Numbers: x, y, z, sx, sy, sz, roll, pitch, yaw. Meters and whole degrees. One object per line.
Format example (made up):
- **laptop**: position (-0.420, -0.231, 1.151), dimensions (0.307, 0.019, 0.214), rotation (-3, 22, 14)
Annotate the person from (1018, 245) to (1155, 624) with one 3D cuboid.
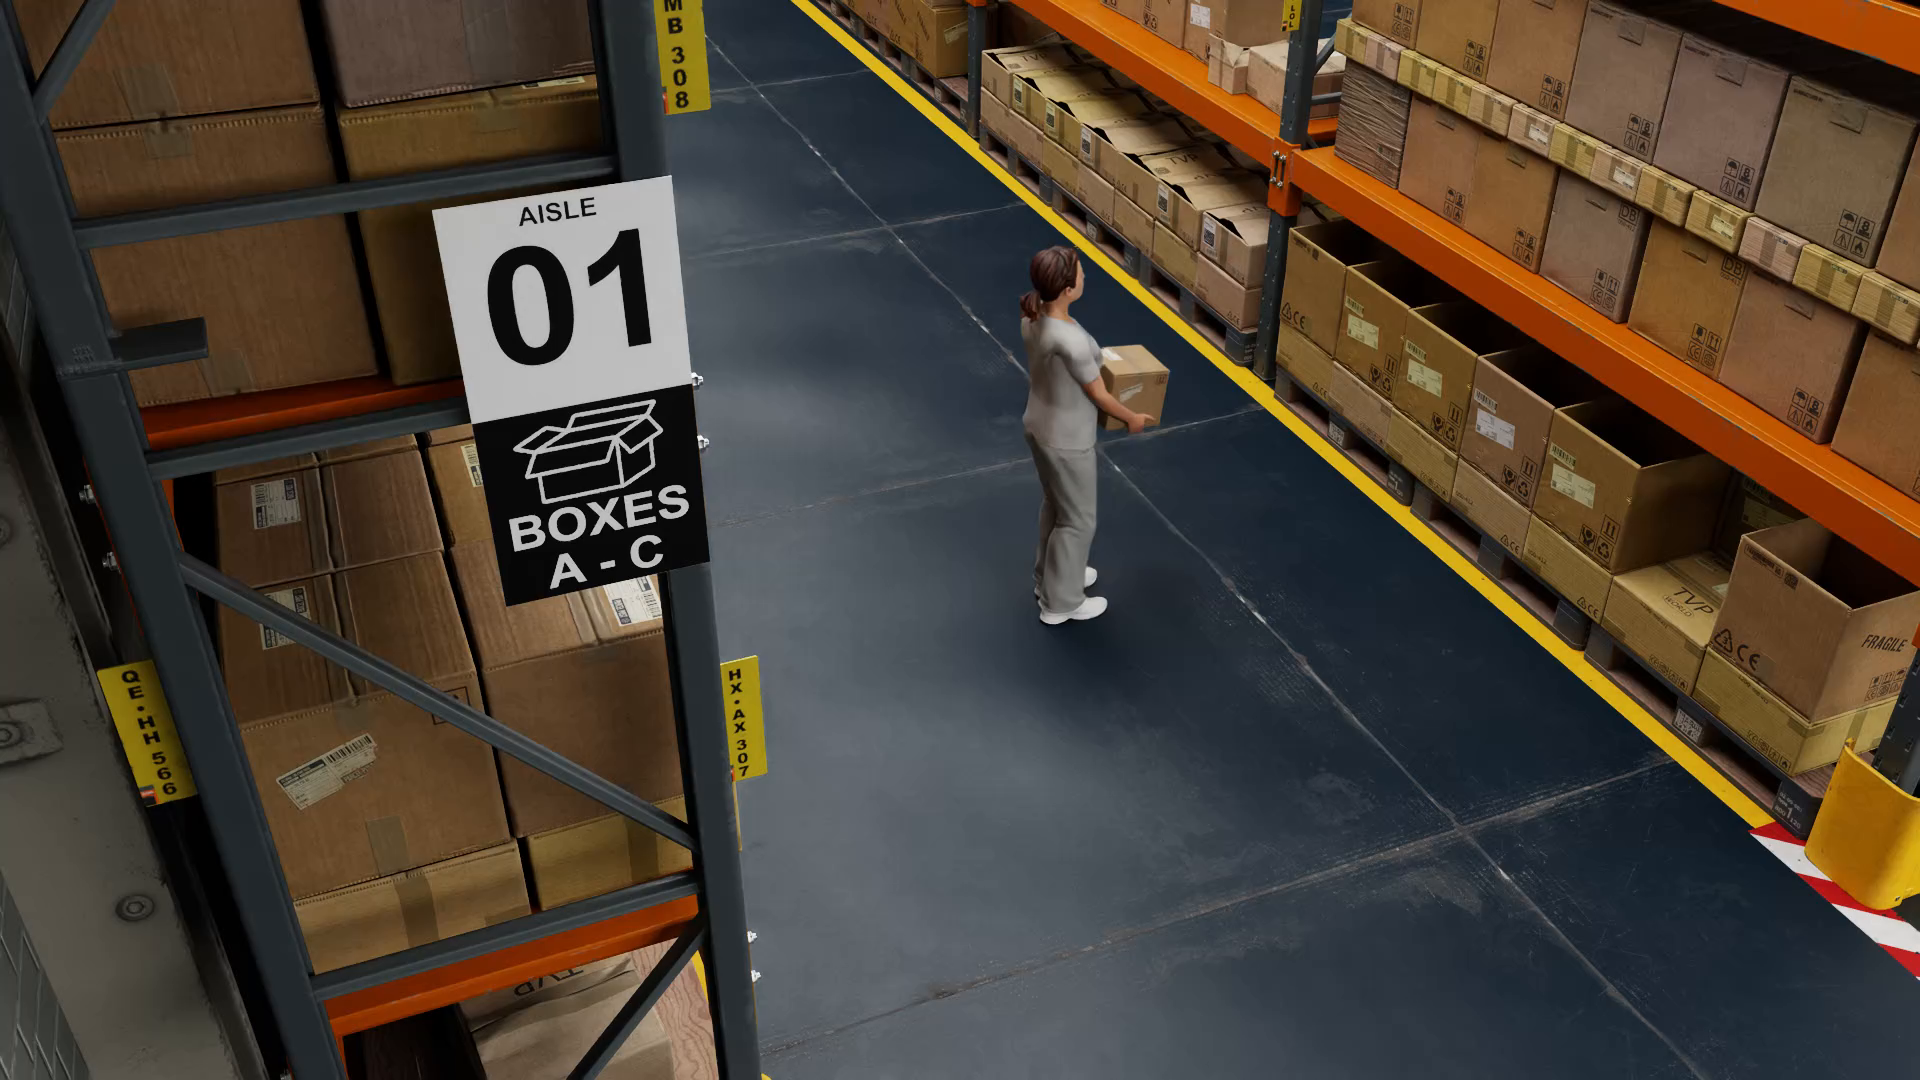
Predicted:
- **person**: position (0.483, -0.437, 6.810), dimensions (0.548, 1.667, 0.434), rotation (-13, 36, -18)
